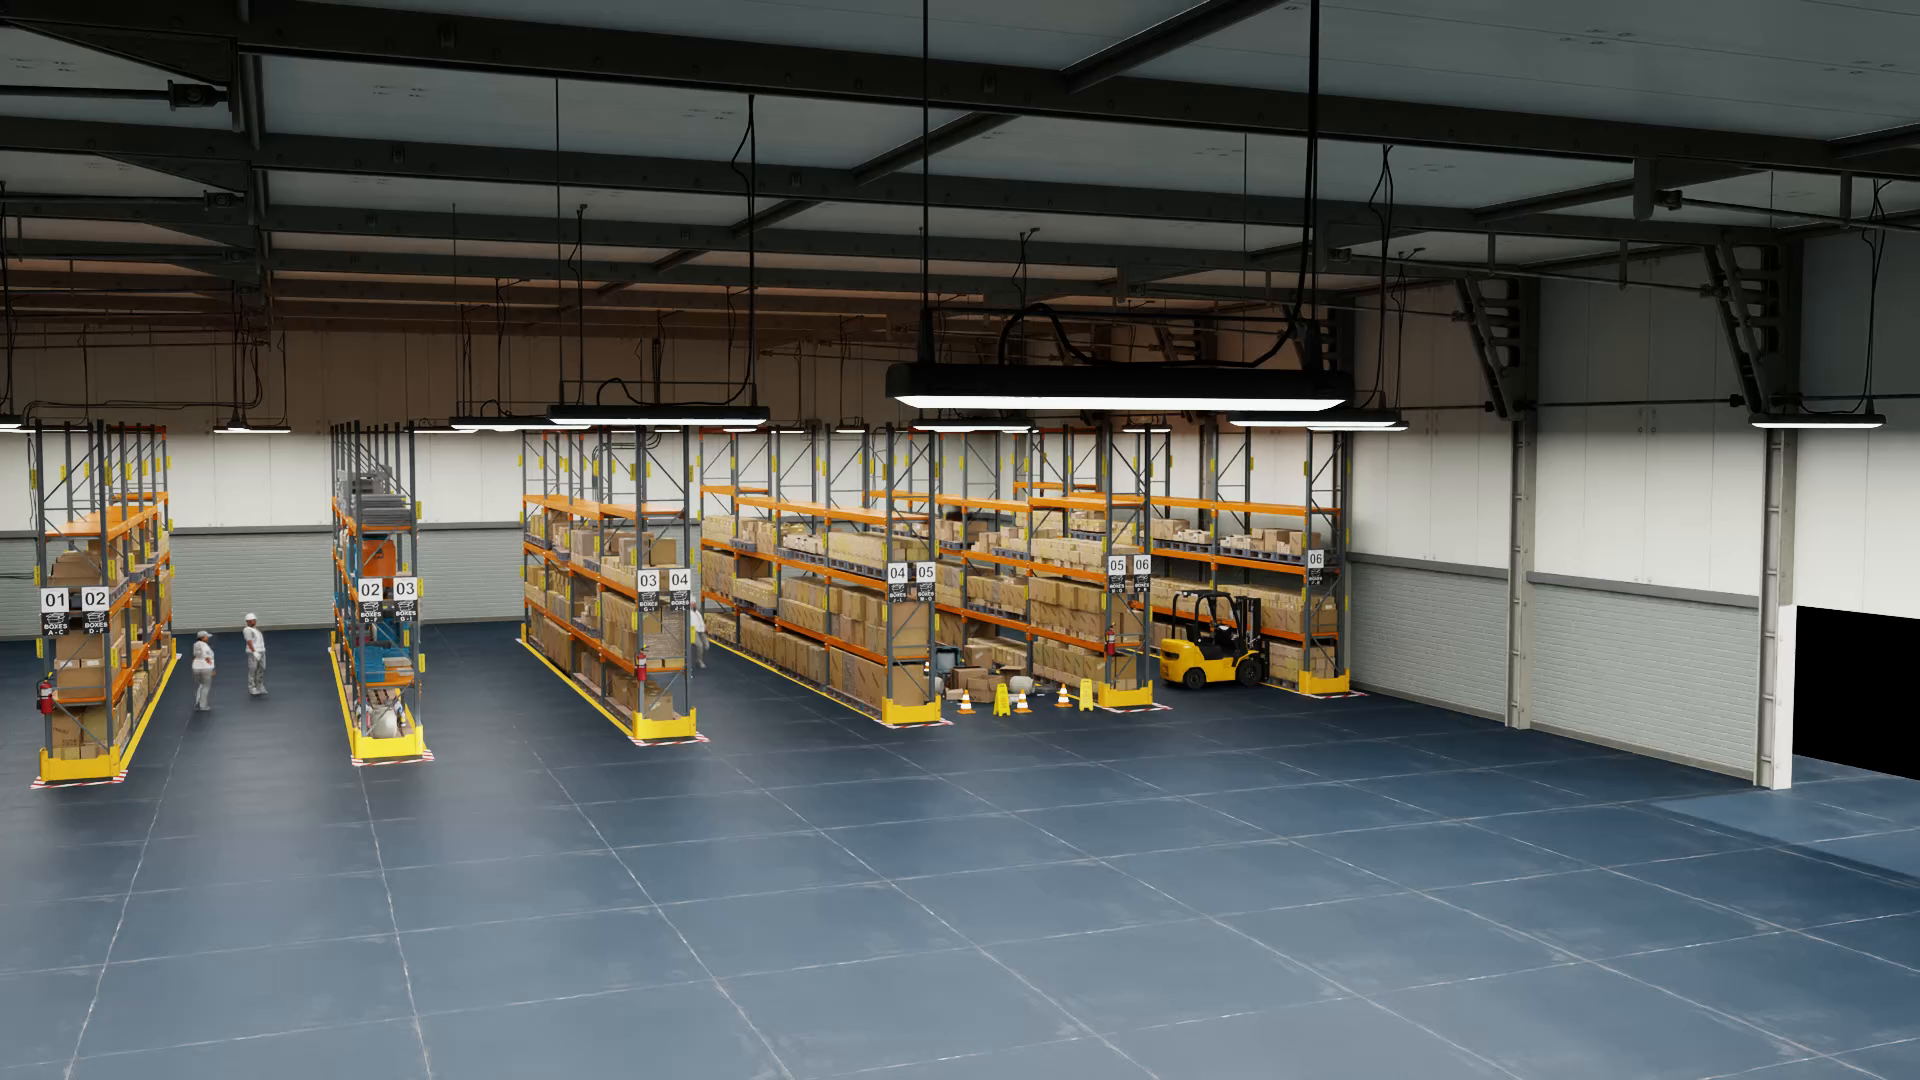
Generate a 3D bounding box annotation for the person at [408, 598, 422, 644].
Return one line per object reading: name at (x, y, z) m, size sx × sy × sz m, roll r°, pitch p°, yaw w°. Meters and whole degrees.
person at (-15.092, 2.017, 45.913) m, size 0.448 × 1.652 × 0.707 m, roll -2°, pitch 4°, yaw -25°

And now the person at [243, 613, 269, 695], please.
person at (-15.634, 2.537, 36.959) m, size 0.589 × 1.821 × 0.657 m, roll 1°, pitch 4°, yaw 16°

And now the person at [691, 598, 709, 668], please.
person at (-6.511, 2.307, 41.384) m, size 0.683 × 1.720 × 0.590 m, roll 3°, pitch 5°, yaw 40°

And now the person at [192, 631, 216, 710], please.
person at (-15.752, 2.731, 34.680) m, size 0.509 × 1.699 × 0.467 m, roll 1°, pitch 4°, yaw 12°
